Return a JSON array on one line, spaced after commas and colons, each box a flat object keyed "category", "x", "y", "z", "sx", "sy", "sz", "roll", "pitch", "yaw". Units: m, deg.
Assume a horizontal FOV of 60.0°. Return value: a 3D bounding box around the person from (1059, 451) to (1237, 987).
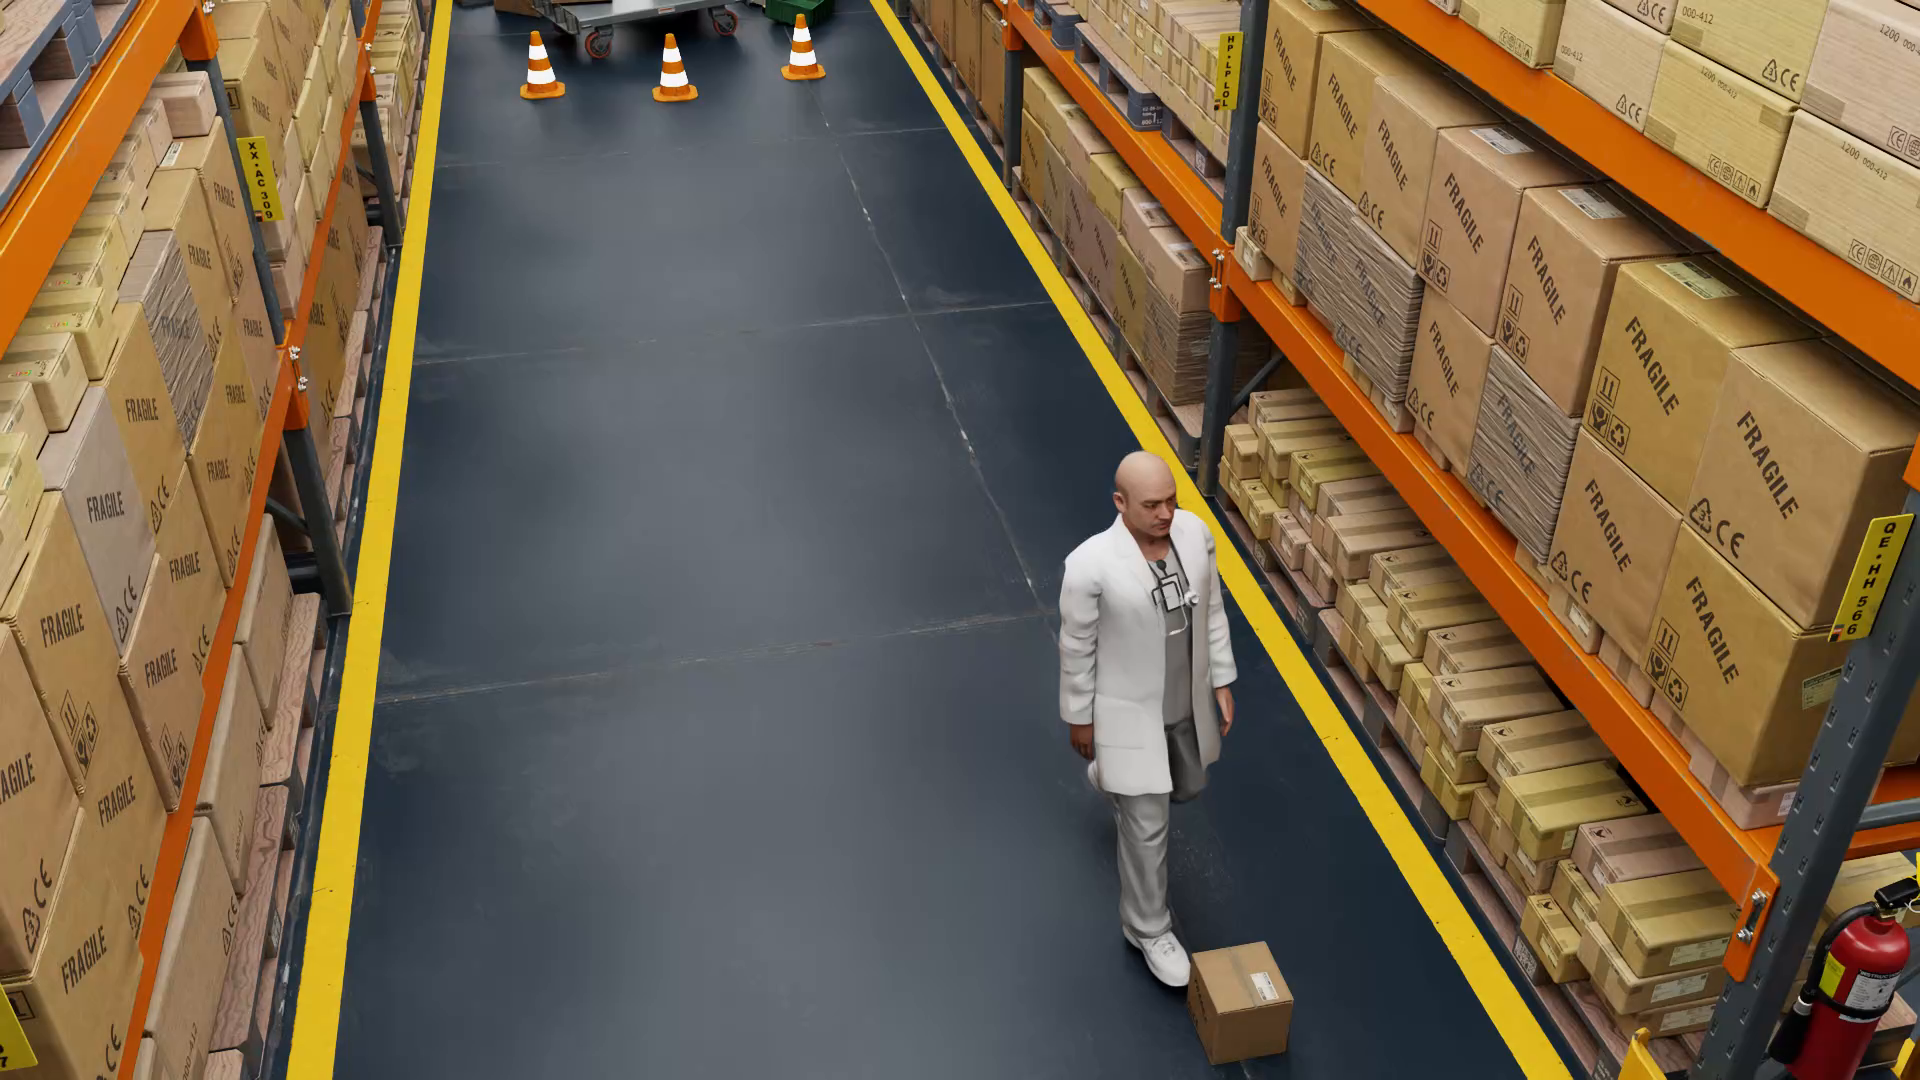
[{"category": "person", "x": 0.627, "y": 0.523, "z": 5.376, "sx": 0.581, "sy": 1.748, "sz": 0.909, "roll": -19, "pitch": 38, "yaw": -26}]
